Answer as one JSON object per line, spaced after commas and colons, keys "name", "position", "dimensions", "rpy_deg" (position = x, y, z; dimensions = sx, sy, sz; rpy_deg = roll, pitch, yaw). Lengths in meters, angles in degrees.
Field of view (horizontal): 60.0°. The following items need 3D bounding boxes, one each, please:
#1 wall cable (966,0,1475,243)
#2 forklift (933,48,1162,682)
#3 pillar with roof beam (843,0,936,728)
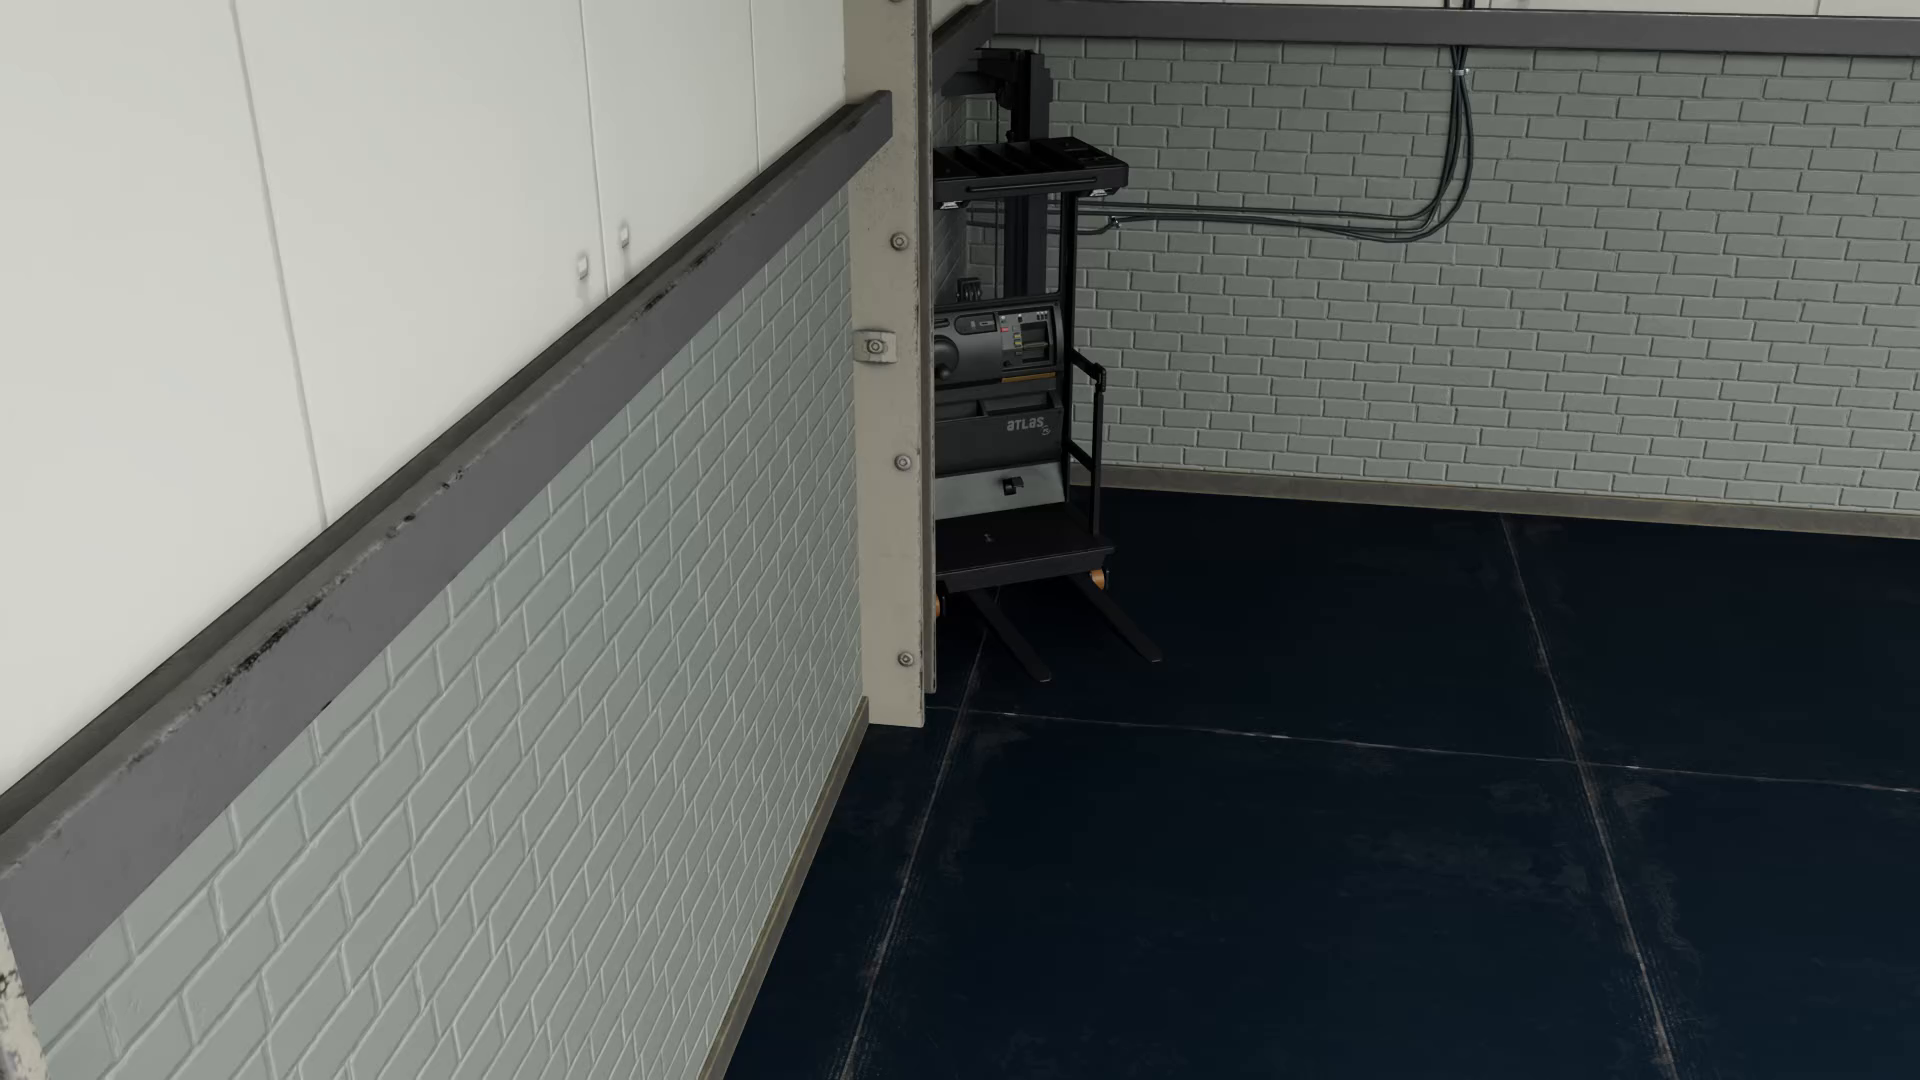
{"name": "wall cable", "position": [1.480, -2.972, 9.647], "dimensions": [3.097, 2.526, 0.112], "rpy_deg": [4, 25, 9]}
{"name": "forklift", "position": [0.208, -1.077, 9.094], "dimensions": [1.130, 2.935, 3.031], "rpy_deg": [-8, 26, -17]}
{"name": "pillar with roof beam", "position": [3.941, -2.939, 5.915], "dimensions": [9.100, 9.000, 0.400], "rpy_deg": [4, 25, 9]}
